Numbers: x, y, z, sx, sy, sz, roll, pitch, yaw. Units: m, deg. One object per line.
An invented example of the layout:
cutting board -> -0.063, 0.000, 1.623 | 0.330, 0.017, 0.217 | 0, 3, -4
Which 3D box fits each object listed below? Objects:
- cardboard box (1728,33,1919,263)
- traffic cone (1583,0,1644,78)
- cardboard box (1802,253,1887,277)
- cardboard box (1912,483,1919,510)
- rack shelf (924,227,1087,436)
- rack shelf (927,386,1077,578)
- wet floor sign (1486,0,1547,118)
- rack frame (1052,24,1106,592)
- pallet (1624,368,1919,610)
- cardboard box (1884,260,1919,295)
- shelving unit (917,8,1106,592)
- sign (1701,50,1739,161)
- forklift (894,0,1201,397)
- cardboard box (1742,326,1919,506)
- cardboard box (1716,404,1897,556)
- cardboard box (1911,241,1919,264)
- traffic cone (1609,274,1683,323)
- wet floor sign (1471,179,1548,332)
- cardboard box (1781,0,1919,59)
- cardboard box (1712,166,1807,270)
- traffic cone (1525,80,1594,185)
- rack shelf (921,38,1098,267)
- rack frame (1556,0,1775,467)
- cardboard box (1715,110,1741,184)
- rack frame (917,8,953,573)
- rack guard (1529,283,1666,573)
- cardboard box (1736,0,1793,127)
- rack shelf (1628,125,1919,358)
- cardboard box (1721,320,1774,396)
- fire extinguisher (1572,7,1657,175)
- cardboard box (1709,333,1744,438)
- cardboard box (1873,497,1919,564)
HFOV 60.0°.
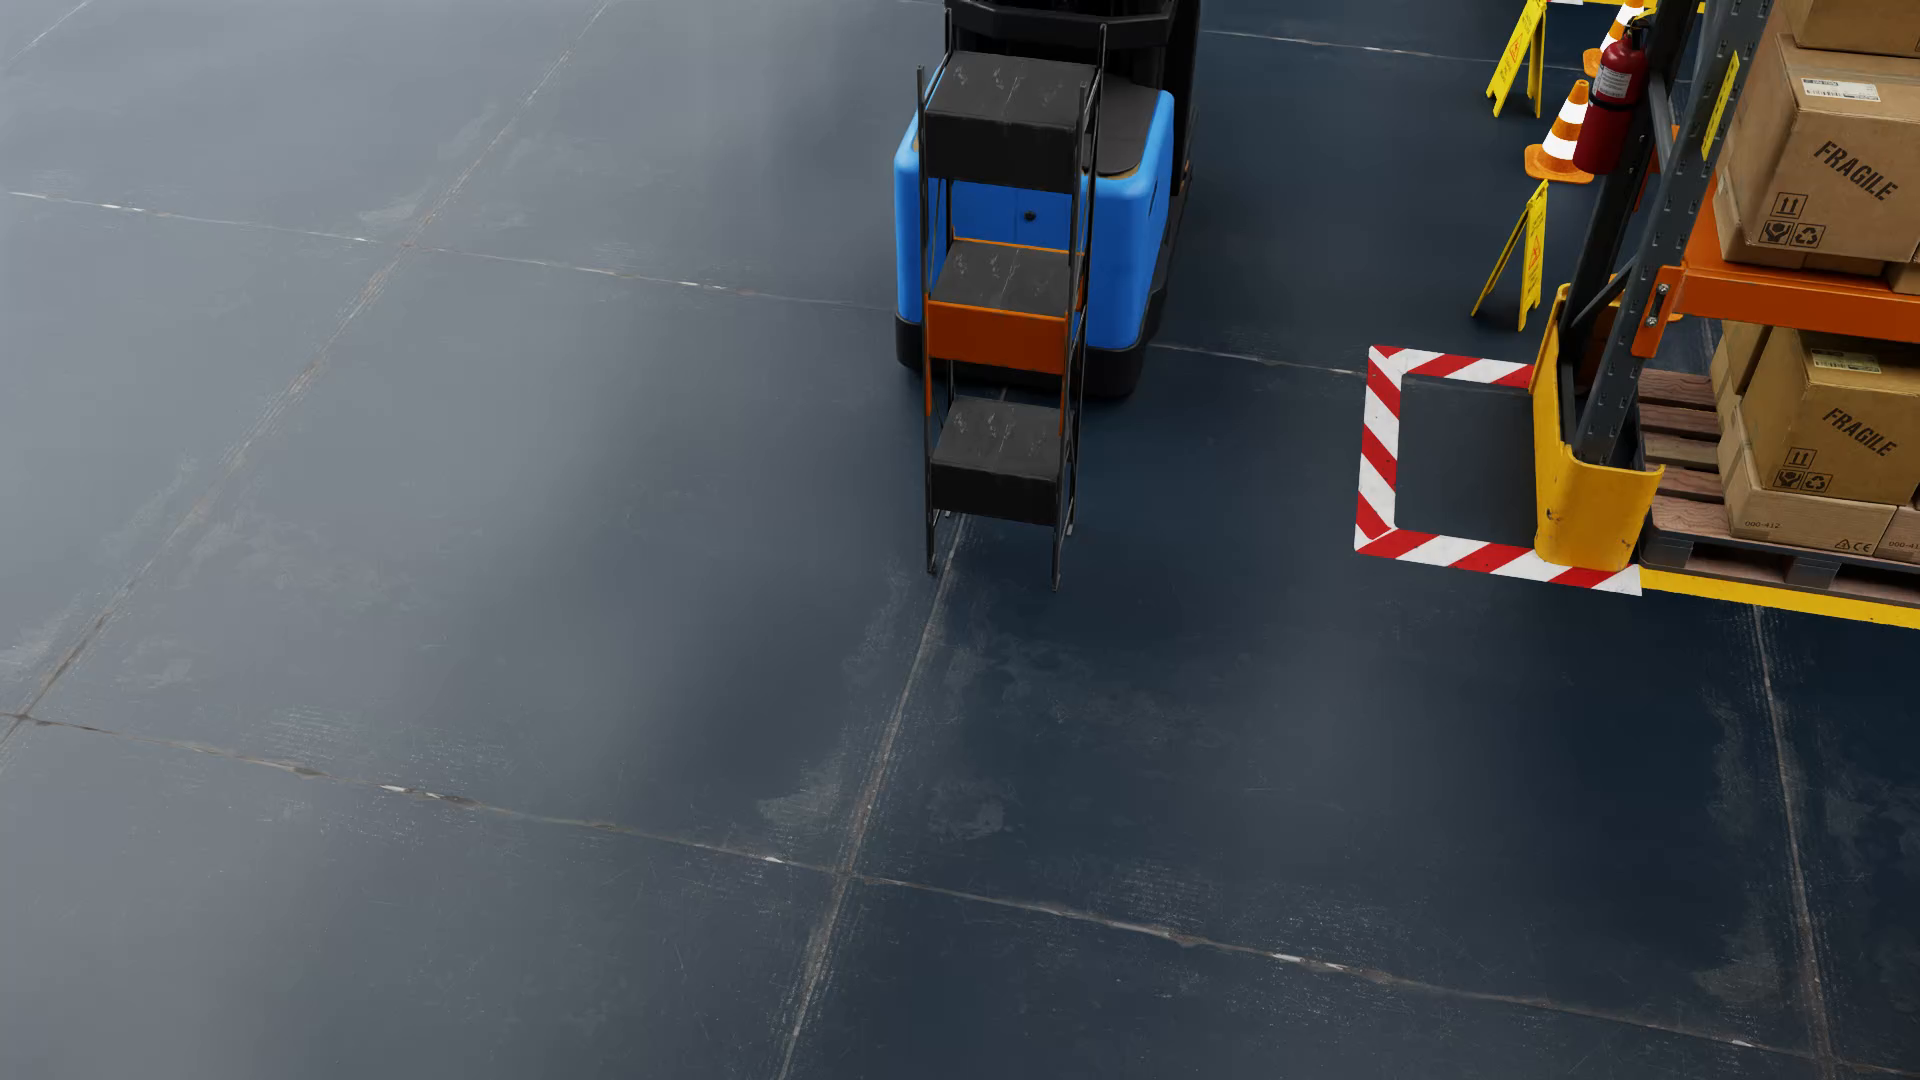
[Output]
cardboard box -> 2.841, -1.264, 5.355 | 0.500, 0.500, 0.500 | 8, 45, 8
traffic cone -> 3.629, -2.790, 9.056 | 0.334, 0.463, 0.336 | 9, 45, 9
cardboard box -> 2.975, -1.070, 5.620 | 0.250, 0.149, 0.380 | 9, 45, 10
cardboard box -> 3.700, -0.422, 5.906 | 0.500, 0.500, 0.500 | 7, 44, 8
rack shelf -> 0.162, -0.722, 5.746 | 0.480, 0.518, 0.431 | 9, 45, 9
rack shelf -> 0.162, -0.217, 6.231 | 0.480, 0.518, 0.431 | 9, 45, 9
wet floor sign -> 2.961, -2.562, 8.687 | 0.232, 0.644, 0.267 | 2, 44, 2
rack frame -> 0.400, -0.694, 5.698 | 0.015, 2.100, 0.400 | 9, 45, 9
pallet -> 3.298, -0.217, 6.564 | 1.213, 0.211, 1.003 | 9, 45, 9
cardboard box -> 3.216, -0.975, 5.521 | 0.250, 0.149, 0.380 | 8, 44, 8
shelving unit -> 0.162, -0.731, 5.737 | 0.503, 2.100, 0.431 | 9, 45, 9
sign -> 2.321, -1.325, 5.080 | 0.005, 0.325, 0.100 | 9, 45, 9
forklift -> 0.546, -2.698, 7.180 | 1.130, 2.935, 3.031 | 9, 45, 9
cardboard box -> 3.189, -0.499, 5.985 | 0.500, 0.500, 0.500 | 7, 44, 8
cardboard box -> 3.166, -0.232, 6.248 | 0.500, 0.250, 0.500 | 8, 45, 9
cardboard box -> 3.347, -1.188, 5.275 | 0.500, 0.500, 0.500 | 10, 45, 10
traffic cone -> 3.140, -1.274, 7.481 | 0.334, 0.463, 0.336 | 9, 45, 9
wet floor sign -> 2.487, -1.285, 7.361 | 0.232, 0.644, 0.267 | 24, 49, 23
cardboard box -> 2.985, -1.954, 5.350 | 0.500, 0.500, 0.700 | 8, 44, 8
cardboard box -> 2.725, -1.098, 5.650 | 0.250, 0.149, 0.380 | 9, 45, 9
traffic cone -> 3.051, -2.077, 8.315 | 0.334, 0.463, 0.336 | 9, 45, 9
rack shelf -> 0.162, -1.226, 5.261 | 0.480, 0.518, 0.431 | 9, 45, 9
rack frame -> 2.439, -1.380, 5.762 | 0.127, 3.000, 1.000 | 9, 45, 9
cardboard box -> 2.851, -1.378, 5.941 | 0.250, 0.149, 0.380 | 10, 45, 10
rack frame -> -0.077, -0.768, 5.775 | 0.015, 2.100, 0.400 | 9, 45, 9
rack guard -> 2.513, -0.468, 6.617 | 0.348, 0.500, 1.175 | 9, 45, 9
cardboard box -> 3.029, -1.628, 5.732 | 0.500, 0.500, 0.500 | 8, 44, 8
rack shelf -> 4.391, -0.818, 5.697 | 4.000, 0.370, 1.077 | 9, 45, 9
cardboard box -> 3.278, -0.866, 6.367 | 0.500, 0.500, 0.500 | 9, 45, 9
fire extinguisher -> 2.428, -1.682, 6.131 | 0.183, 0.674, 0.296 | 9, 45, 9
cardboard box -> 3.310, -0.597, 6.628 | 0.500, 0.250, 0.500 | 9, 45, 9
cardboard box -> 3.662, -0.149, 6.163 | 0.500, 0.250, 0.500 | 10, 45, 11
